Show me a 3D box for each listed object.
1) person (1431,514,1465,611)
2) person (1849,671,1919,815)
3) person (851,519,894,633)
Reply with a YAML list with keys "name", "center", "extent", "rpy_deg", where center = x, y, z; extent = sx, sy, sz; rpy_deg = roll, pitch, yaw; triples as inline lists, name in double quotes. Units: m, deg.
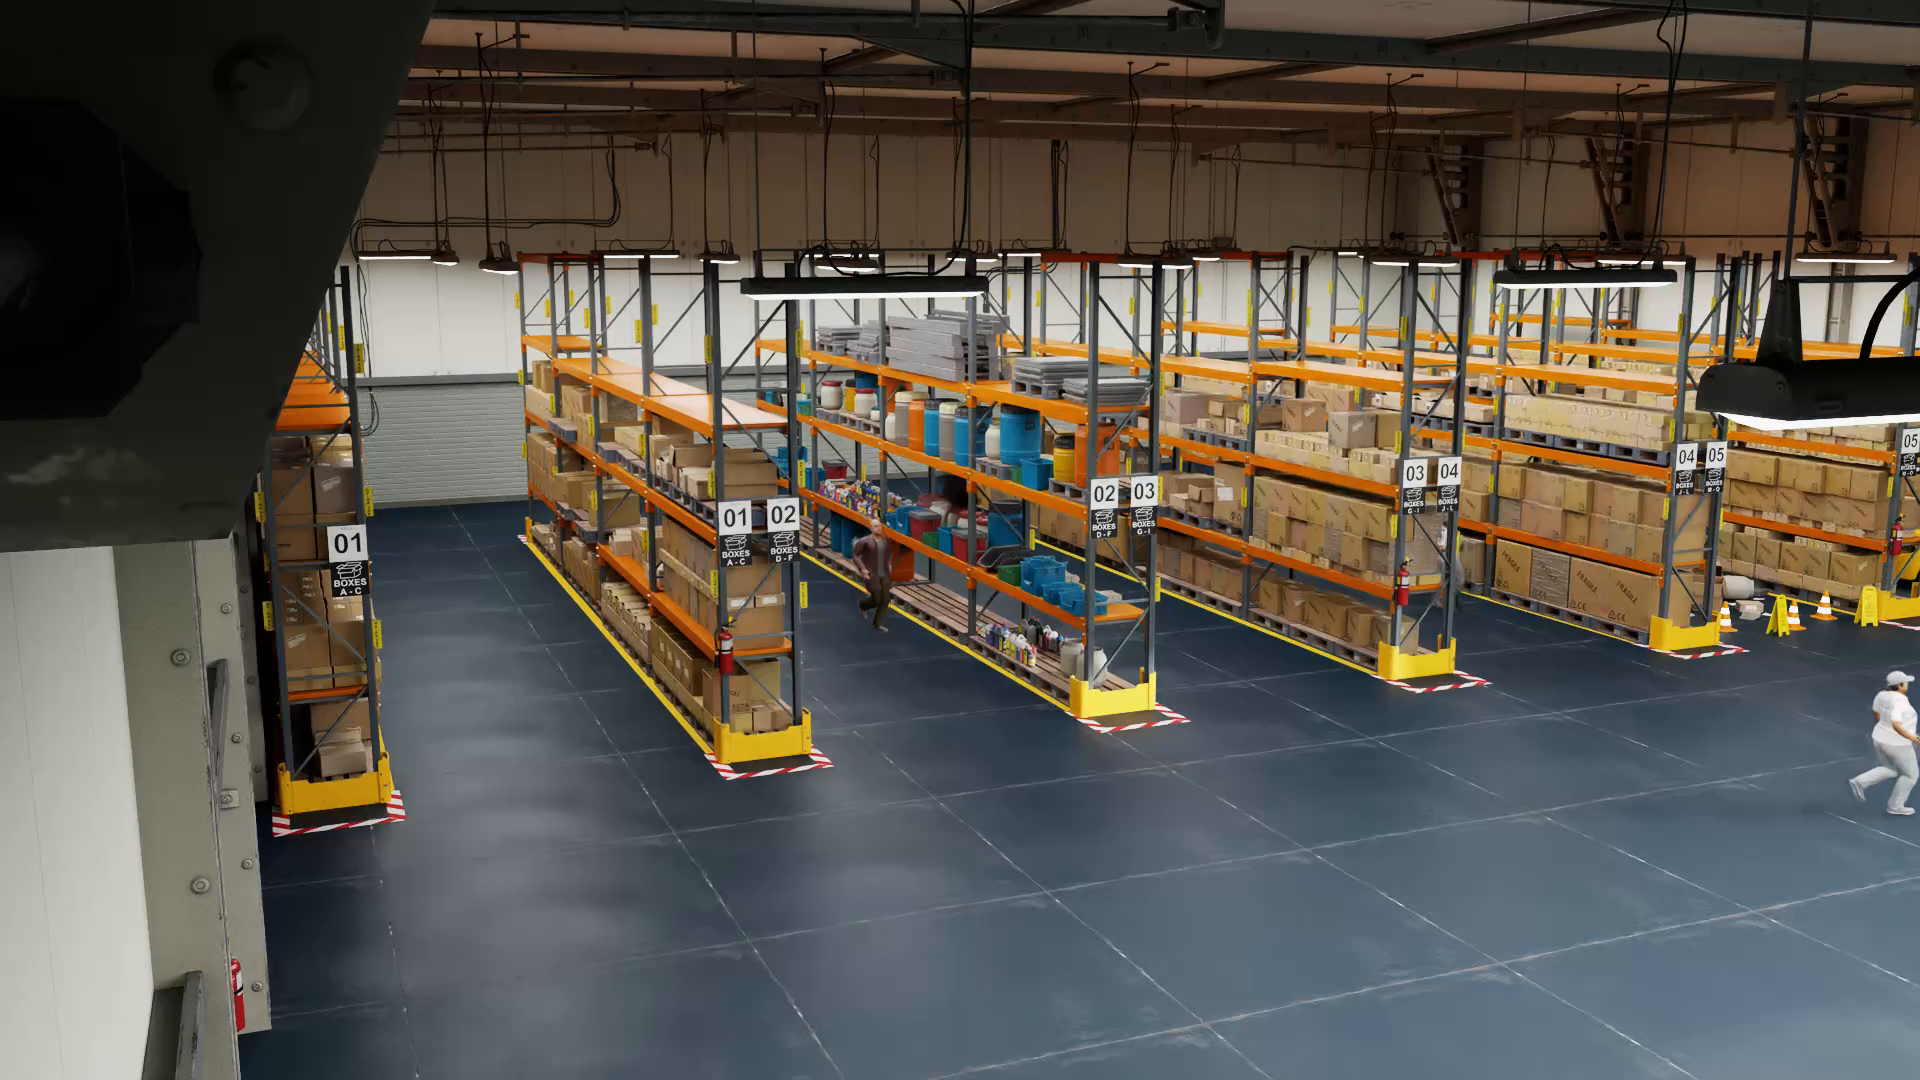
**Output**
- name: "person"
  center: [8.353, 0.375, 28.338]
  extent: [0.558, 1.728, 0.667]
  rpy_deg: [-6, 12, -31]
- name: "person"
  center: [10.278, 2.234, 18.333]
  extent: [0.623, 1.619, 0.611]
  rpy_deg: [0, 10, 2]
- name: "person"
  center: [-1.308, 0.541, 25.627]
  extent: [0.726, 1.744, 0.702]
  rpy_deg: [-7, 13, -35]
